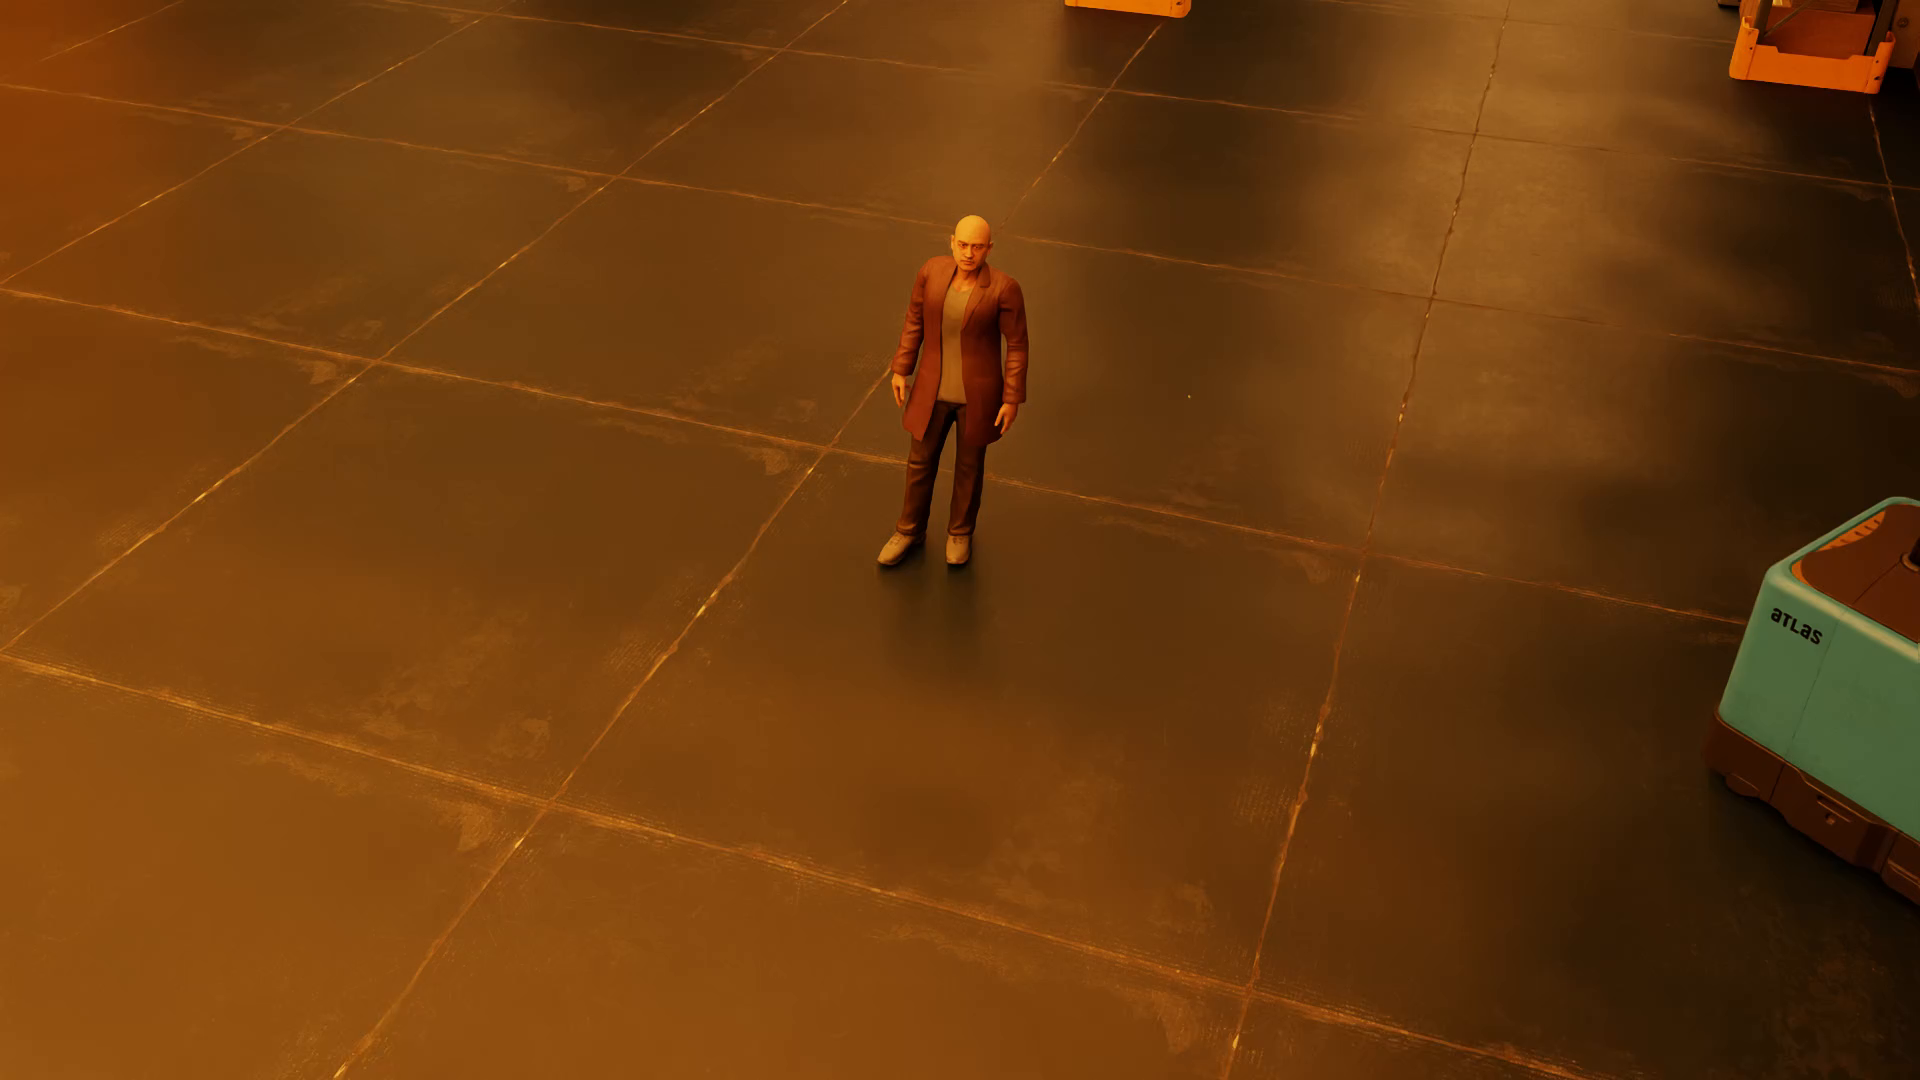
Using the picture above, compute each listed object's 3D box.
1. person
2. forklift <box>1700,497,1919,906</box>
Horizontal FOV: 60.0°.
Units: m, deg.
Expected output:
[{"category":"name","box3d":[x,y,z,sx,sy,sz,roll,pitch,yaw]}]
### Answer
[{"category":"person","box3d":[-0.035,-0.683,8.058,0.696,1.776,0.582,12,37,16]},{"category":"forklift","box3d":[4.470,0.327,5.649,1.130,2.935,3.031,-22,41,-28]}]
